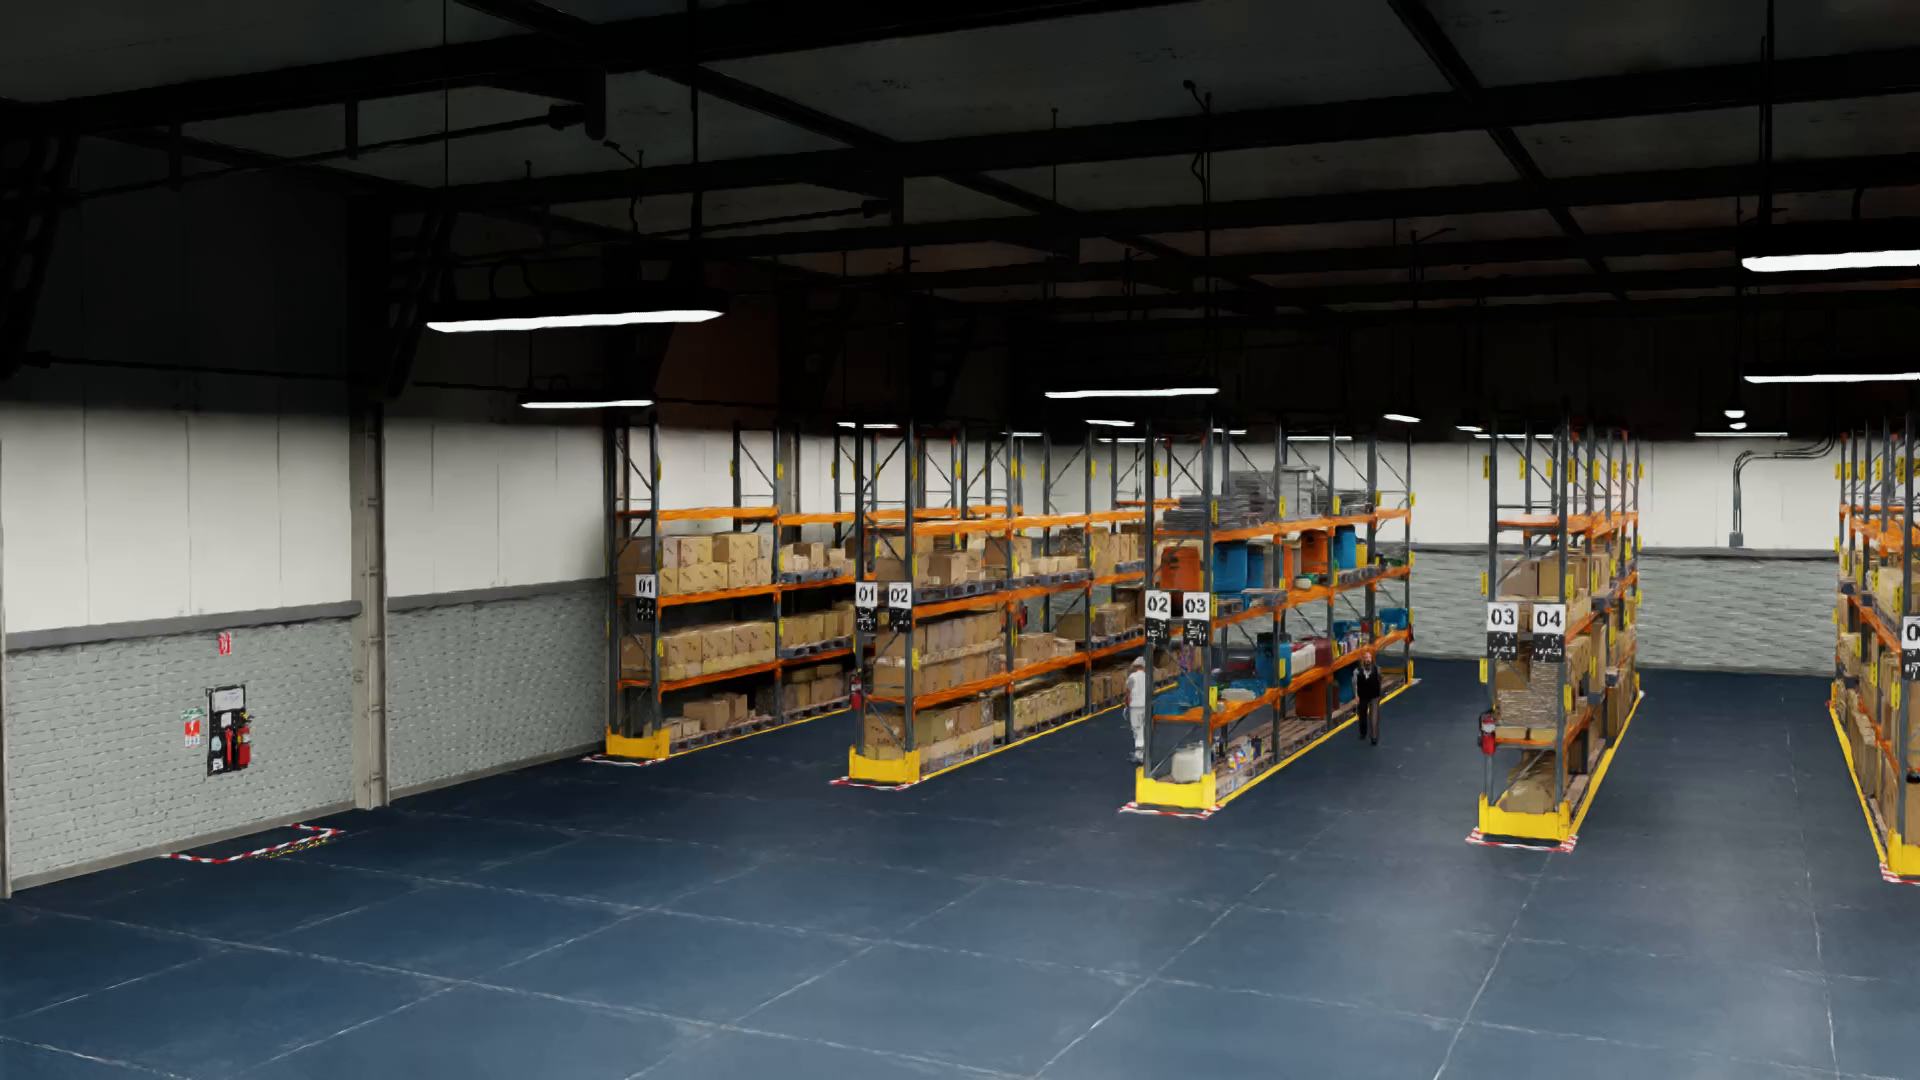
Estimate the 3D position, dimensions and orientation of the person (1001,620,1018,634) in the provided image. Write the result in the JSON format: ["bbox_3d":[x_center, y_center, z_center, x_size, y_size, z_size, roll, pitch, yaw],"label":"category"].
[{"bbox_3d":[1.242,2.250,45.145,0.730,1.722,0.516,-1,3,-20],"label":"person"}]

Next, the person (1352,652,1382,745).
[{"bbox_3d":[7.448,2.880,30.456,0.537,1.665,1.028,1,2,16],"label":"person"}]

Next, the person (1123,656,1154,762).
[{"bbox_3d":[3.073,2.889,28.662,0.653,1.786,0.569,-2,3,-36],"label":"person"}]

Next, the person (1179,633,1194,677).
[{"bbox_3d":[4.866,2.694,35.525,0.419,1.603,0.502,0,2,4],"label":"person"}]
